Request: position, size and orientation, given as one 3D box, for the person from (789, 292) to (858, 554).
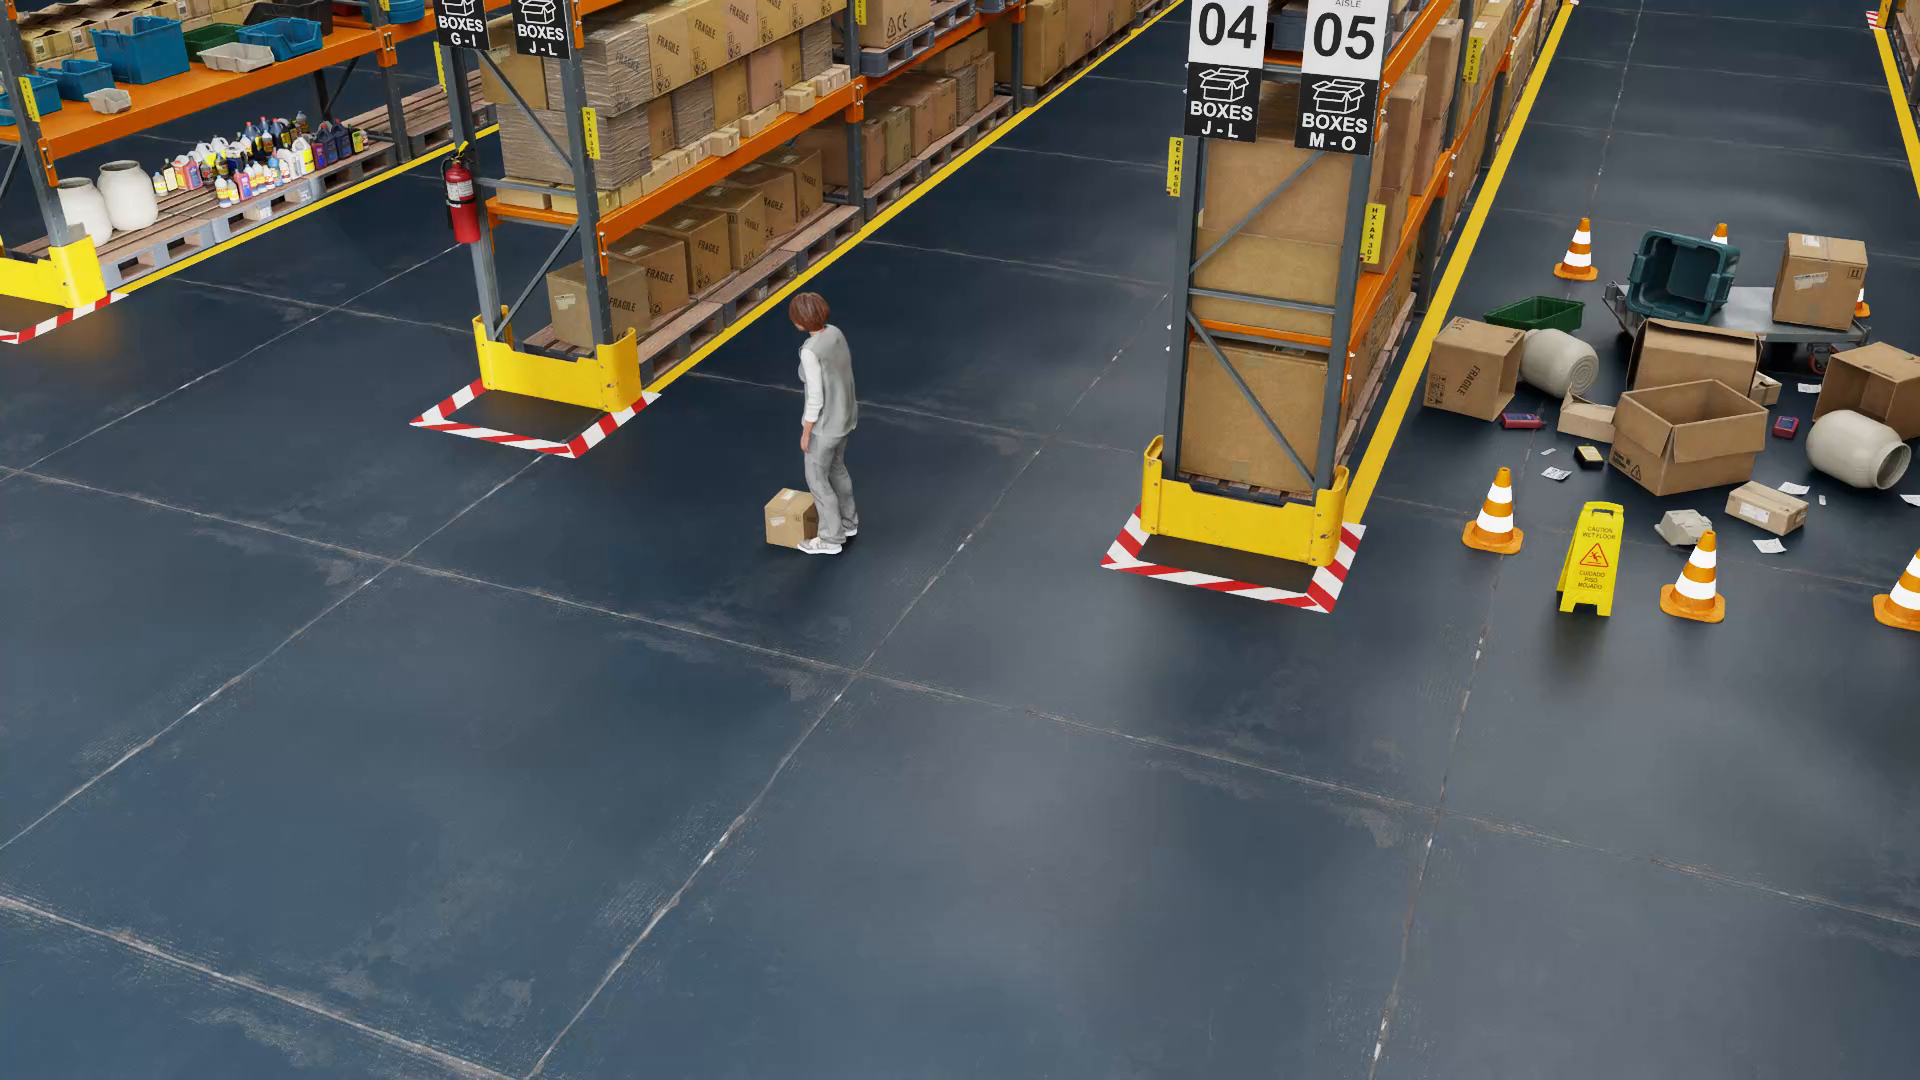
[{"bbox_3d":[-0.771,-0.663,9.553,0.348,1.581,0.465,11,32,19],"label":"person"}]
